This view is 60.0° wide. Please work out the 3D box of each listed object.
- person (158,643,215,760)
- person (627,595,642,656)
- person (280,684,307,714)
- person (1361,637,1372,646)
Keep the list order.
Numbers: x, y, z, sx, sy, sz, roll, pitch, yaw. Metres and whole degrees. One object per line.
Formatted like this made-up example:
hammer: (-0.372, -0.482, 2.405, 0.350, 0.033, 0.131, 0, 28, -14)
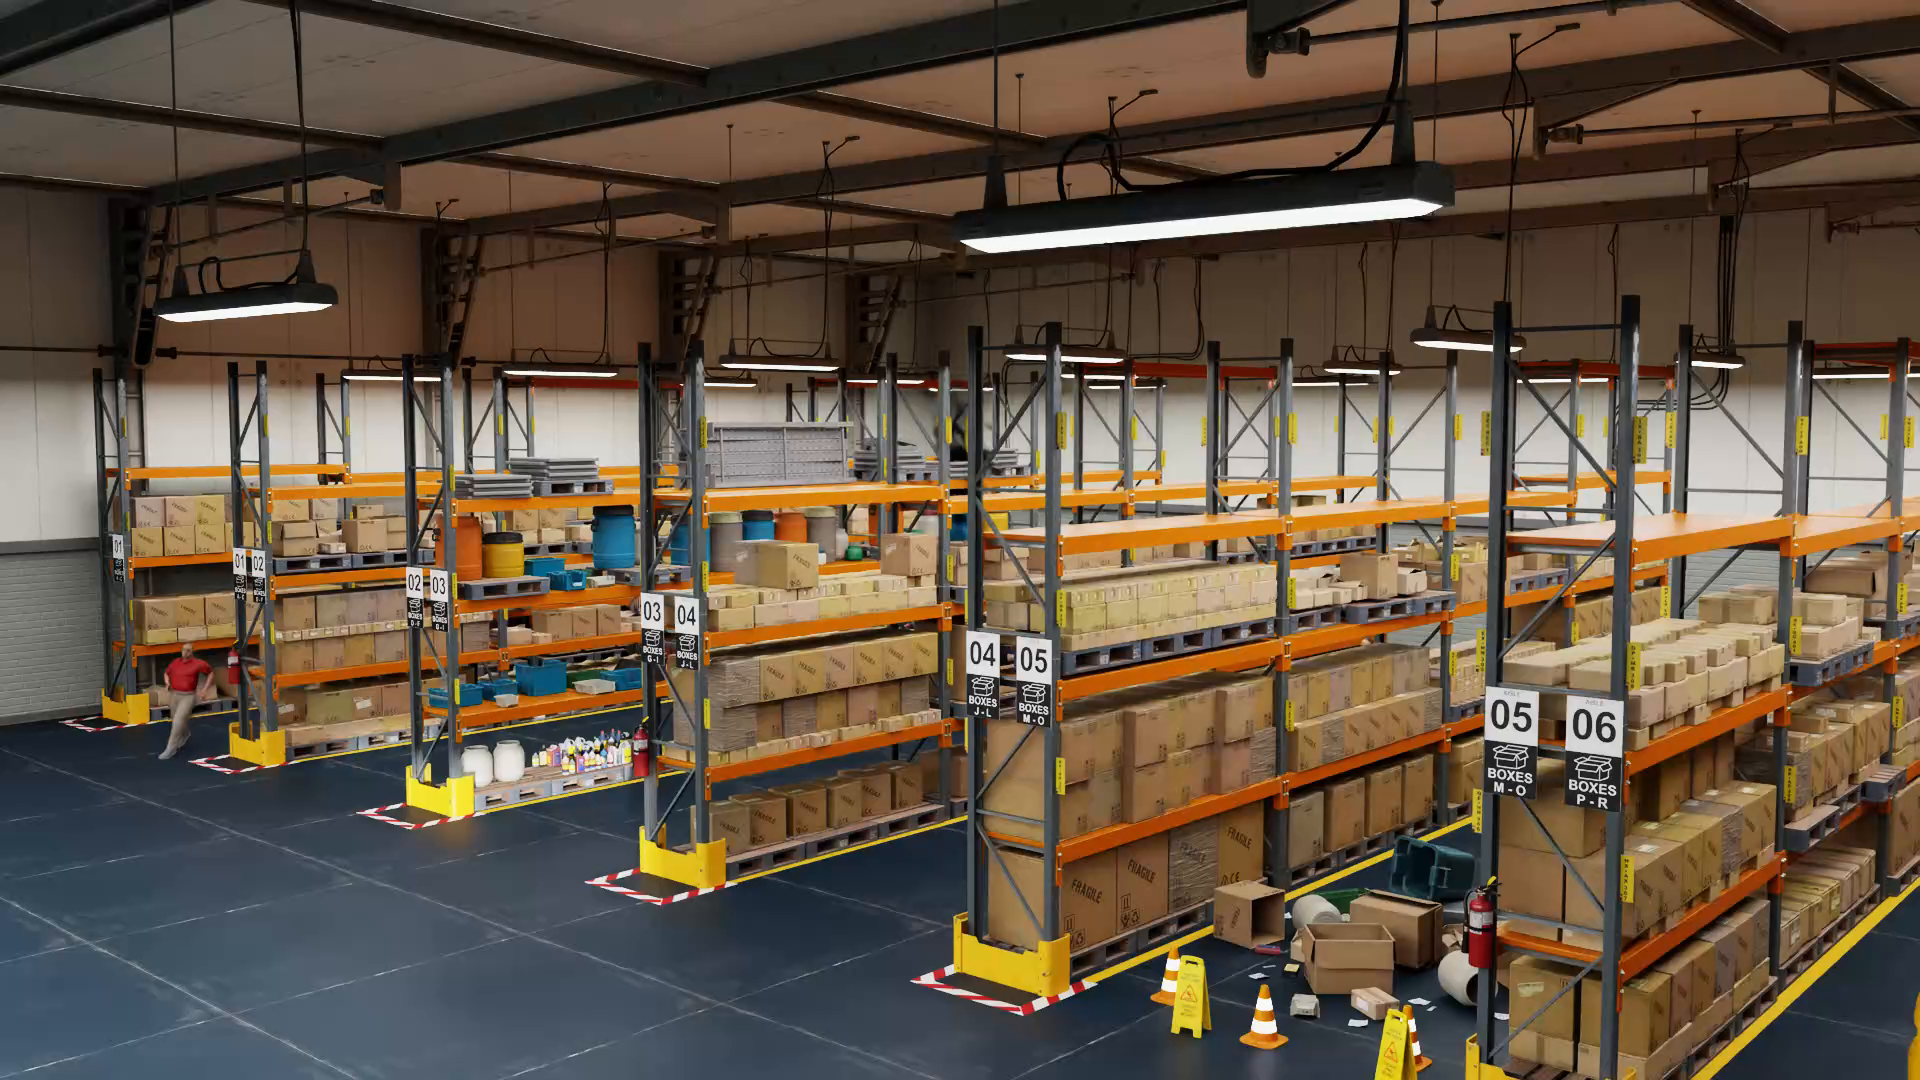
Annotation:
person: (-11.900, 2.426, 25.498, 0.737, 1.703, 0.965, 1, 4, 8)
person: (-6.512, 1.781, 33.856, 0.707, 1.756, 0.955, 3, 5, 37)
person: (-10.913, 2.297, 27.313, 0.697, 1.717, 0.609, 2, 5, 25)
person: (6.584, 2.377, 26.987, 0.582, 1.629, 0.561, 3, 5, 35)
